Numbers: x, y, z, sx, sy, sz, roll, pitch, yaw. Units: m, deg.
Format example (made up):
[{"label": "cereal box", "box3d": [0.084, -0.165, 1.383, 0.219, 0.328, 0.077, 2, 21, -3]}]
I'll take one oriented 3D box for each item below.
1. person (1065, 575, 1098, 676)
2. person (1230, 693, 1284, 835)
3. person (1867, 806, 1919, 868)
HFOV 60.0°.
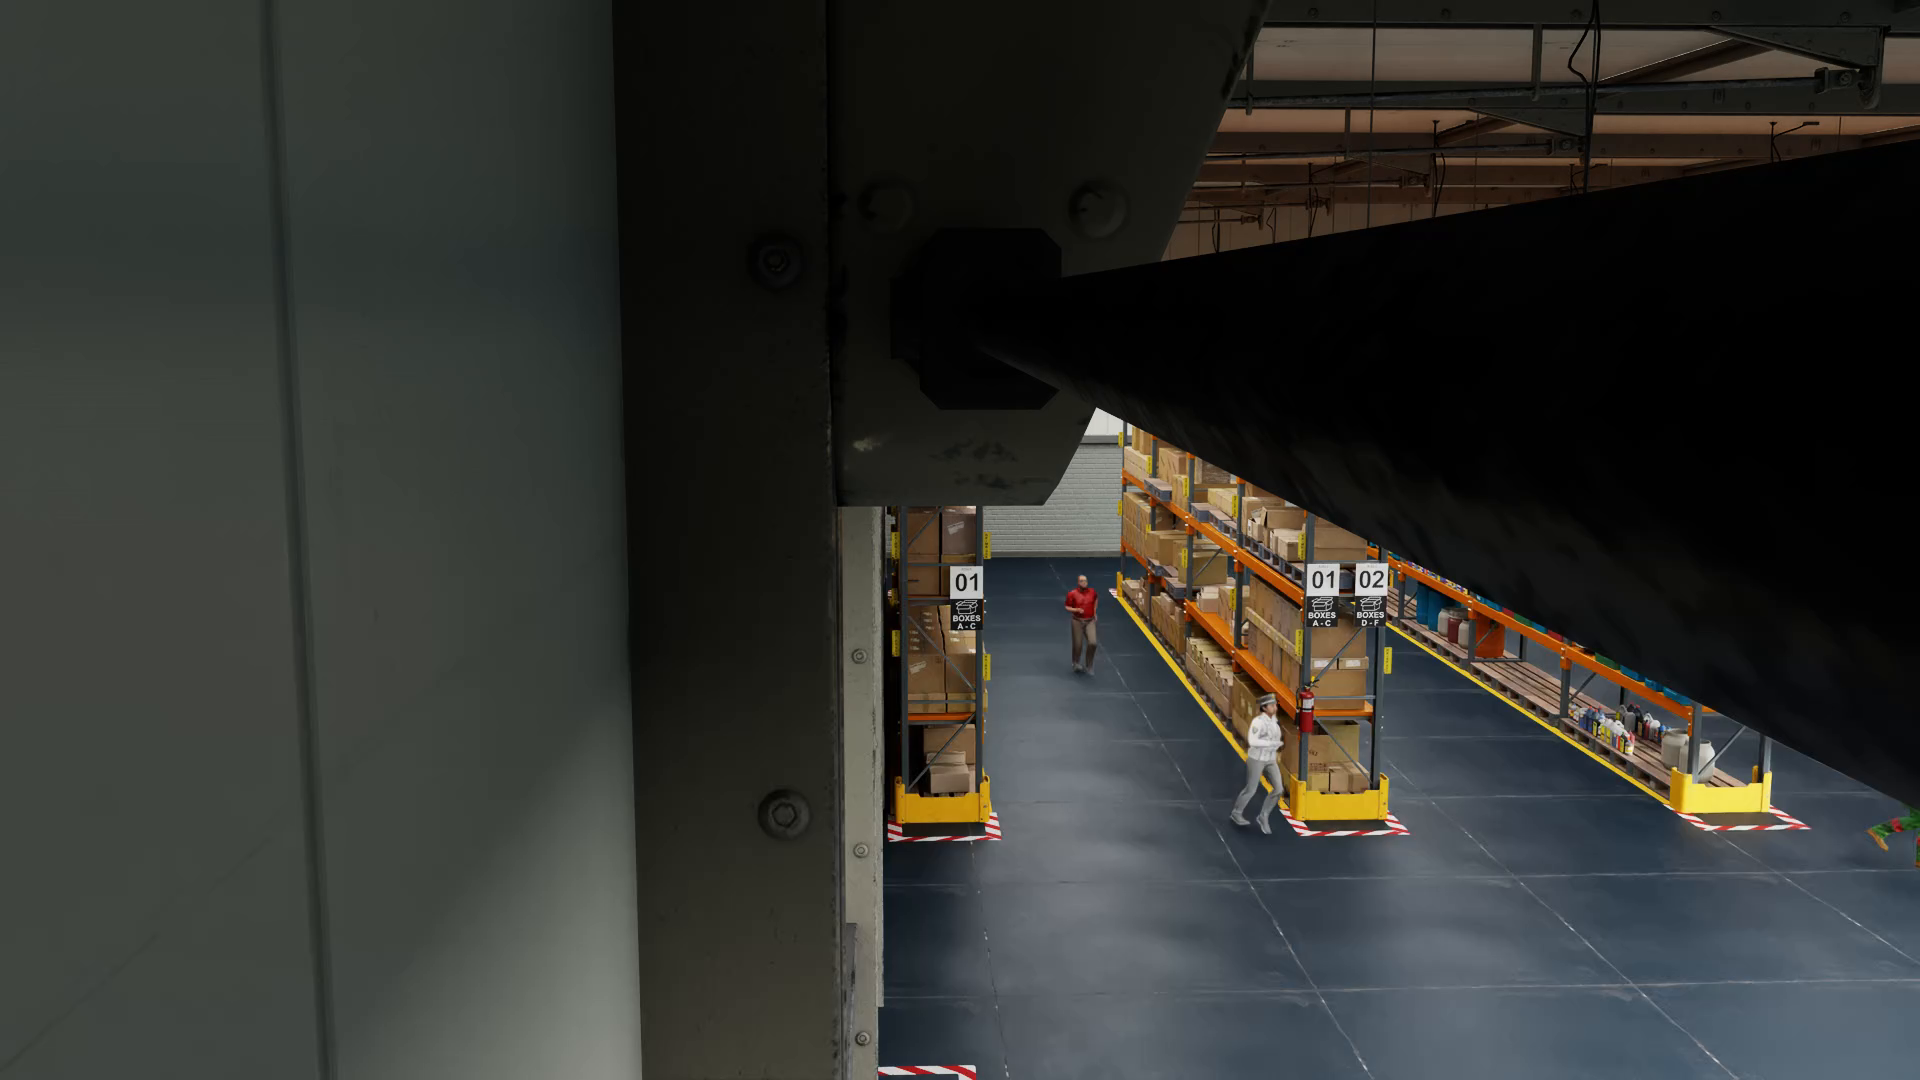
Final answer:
[{"label": "person", "box3d": [2.116, 1.482, 28.642, 0.638, 1.786, 0.767, -1, 8, -10]}, {"label": "person", "box3d": [3.681, 2.695, 20.134, 0.612, 1.740, 0.703, -6, 10, -38]}, {"label": "person", "box3d": [10.767, 2.824, 18.832, 0.814, 1.799, 0.652, 7, 10, 39]}]
